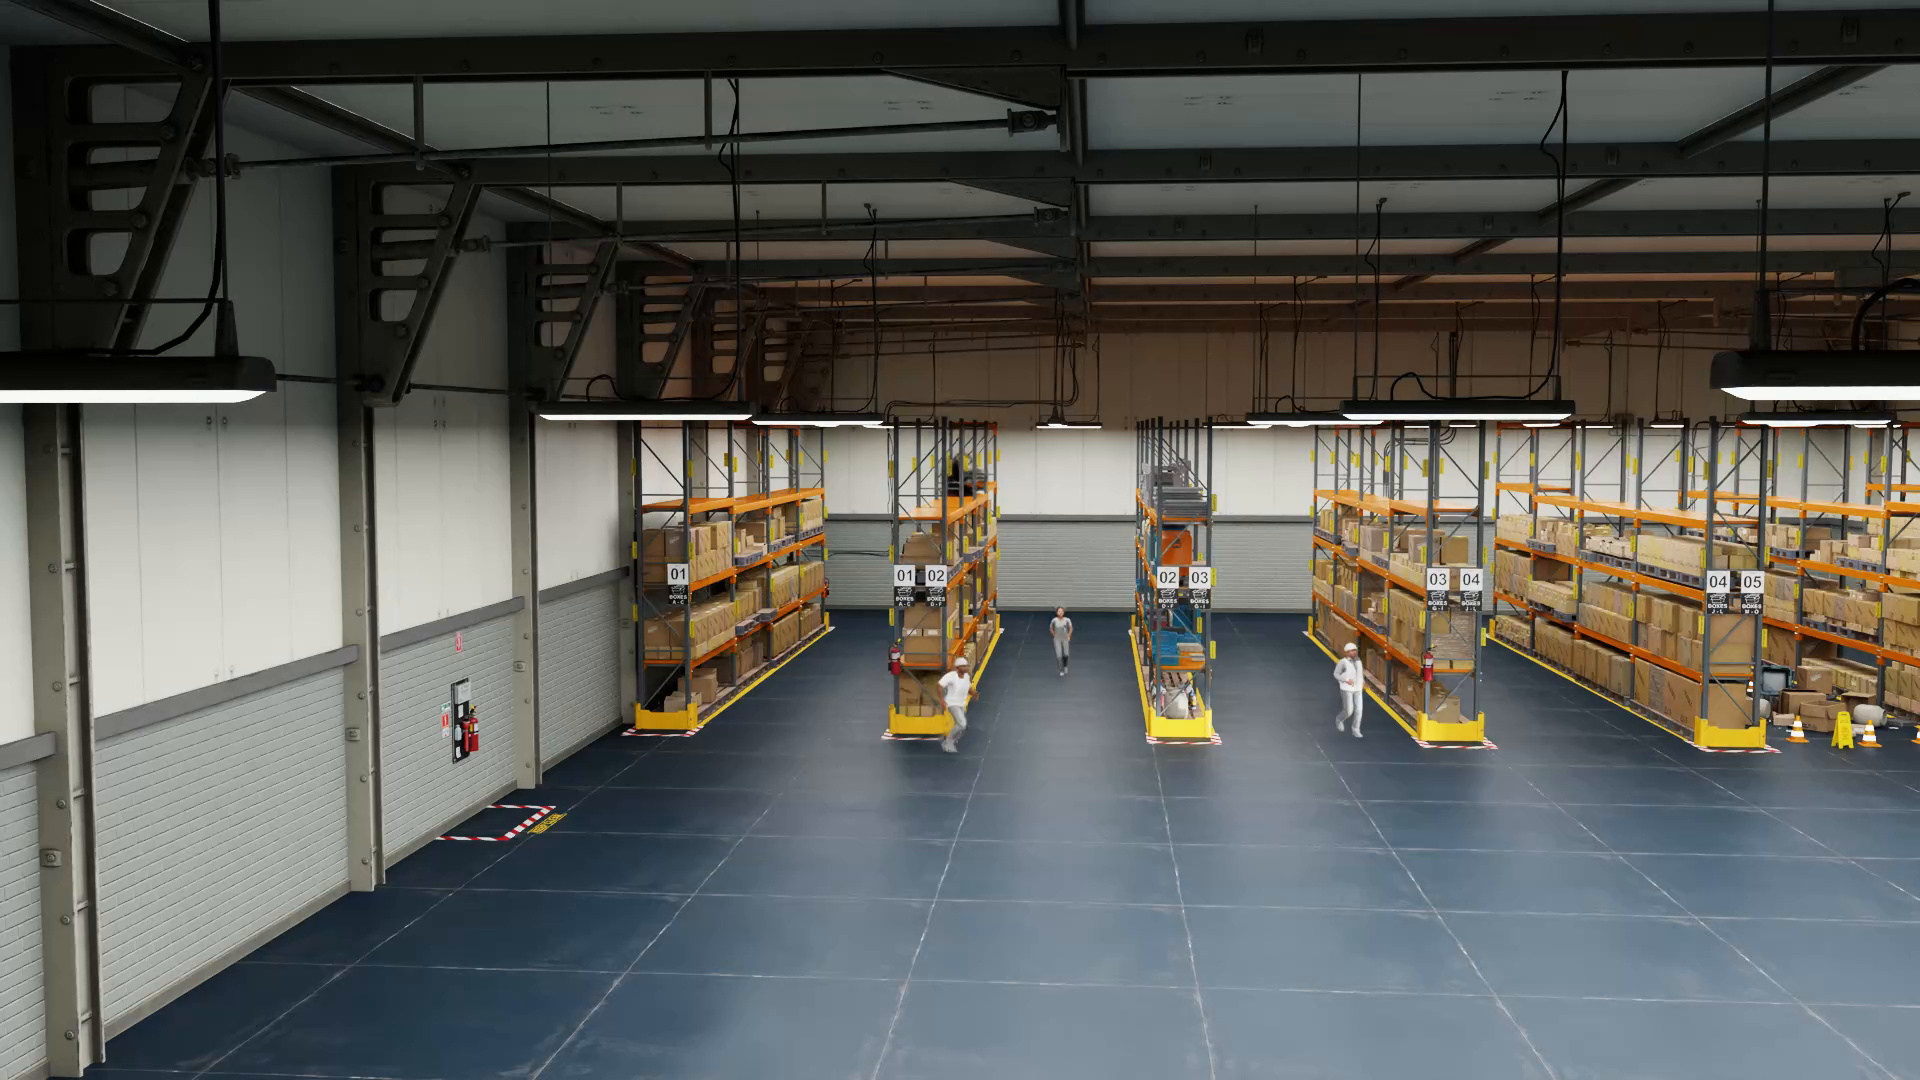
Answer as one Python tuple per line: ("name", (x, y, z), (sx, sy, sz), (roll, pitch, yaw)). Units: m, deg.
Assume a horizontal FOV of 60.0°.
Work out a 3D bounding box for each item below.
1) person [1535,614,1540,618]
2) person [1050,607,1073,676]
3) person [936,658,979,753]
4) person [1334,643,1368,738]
("person", (16.342, 1.880, 47.399), (0.731, 1.517, 0.657), (4, 5, 43))
("person", (2.365, 2.368, 38.797), (0.539, 1.626, 0.541), (0, 4, 2))
("person", (-0.024, 2.937, 29.588), (0.683, 1.711, 0.723), (3, 5, 37))
("person", (7.347, 2.804, 31.277), (0.684, 1.754, 0.733), (-1, 4, -20))
